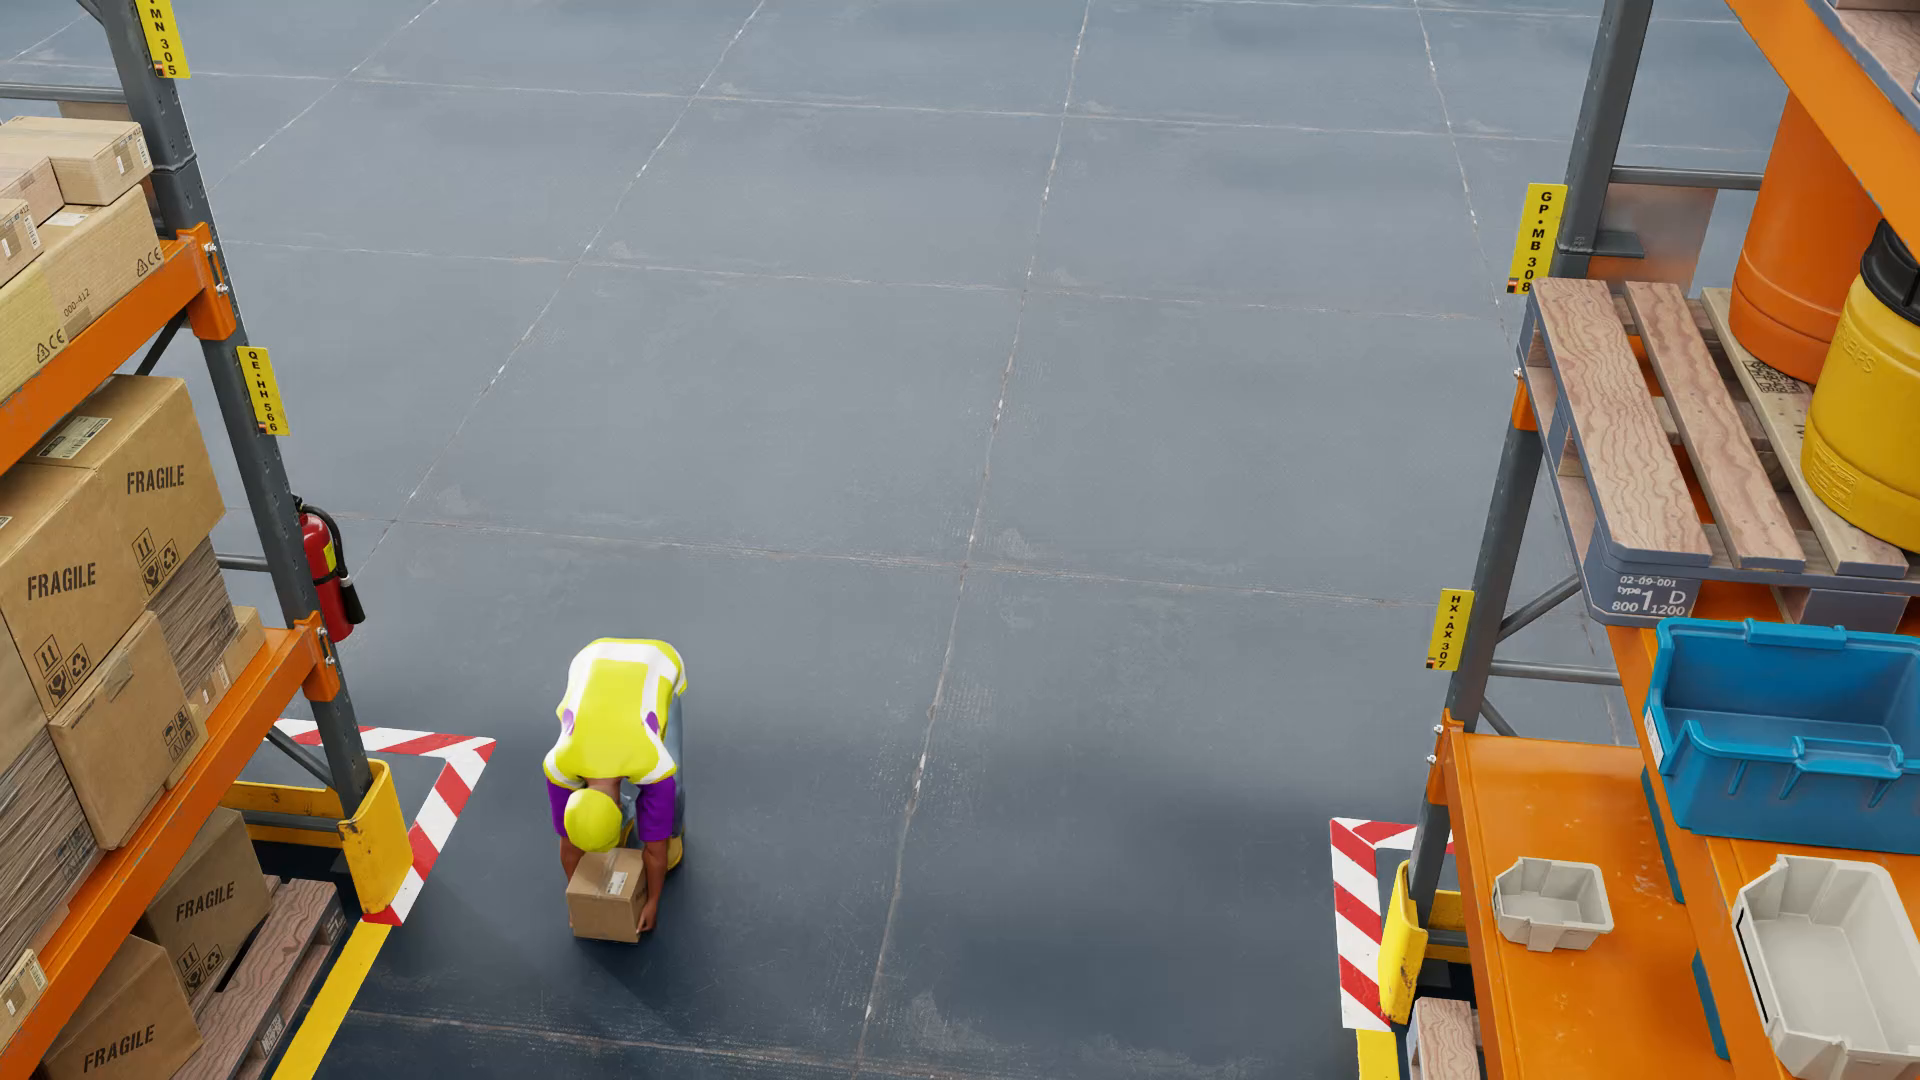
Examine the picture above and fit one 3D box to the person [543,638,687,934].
[{"bbox_3d":[-1.300,0.946,6.416,0.506,0.939,0.974,3,36,4],"label":"person"}]
